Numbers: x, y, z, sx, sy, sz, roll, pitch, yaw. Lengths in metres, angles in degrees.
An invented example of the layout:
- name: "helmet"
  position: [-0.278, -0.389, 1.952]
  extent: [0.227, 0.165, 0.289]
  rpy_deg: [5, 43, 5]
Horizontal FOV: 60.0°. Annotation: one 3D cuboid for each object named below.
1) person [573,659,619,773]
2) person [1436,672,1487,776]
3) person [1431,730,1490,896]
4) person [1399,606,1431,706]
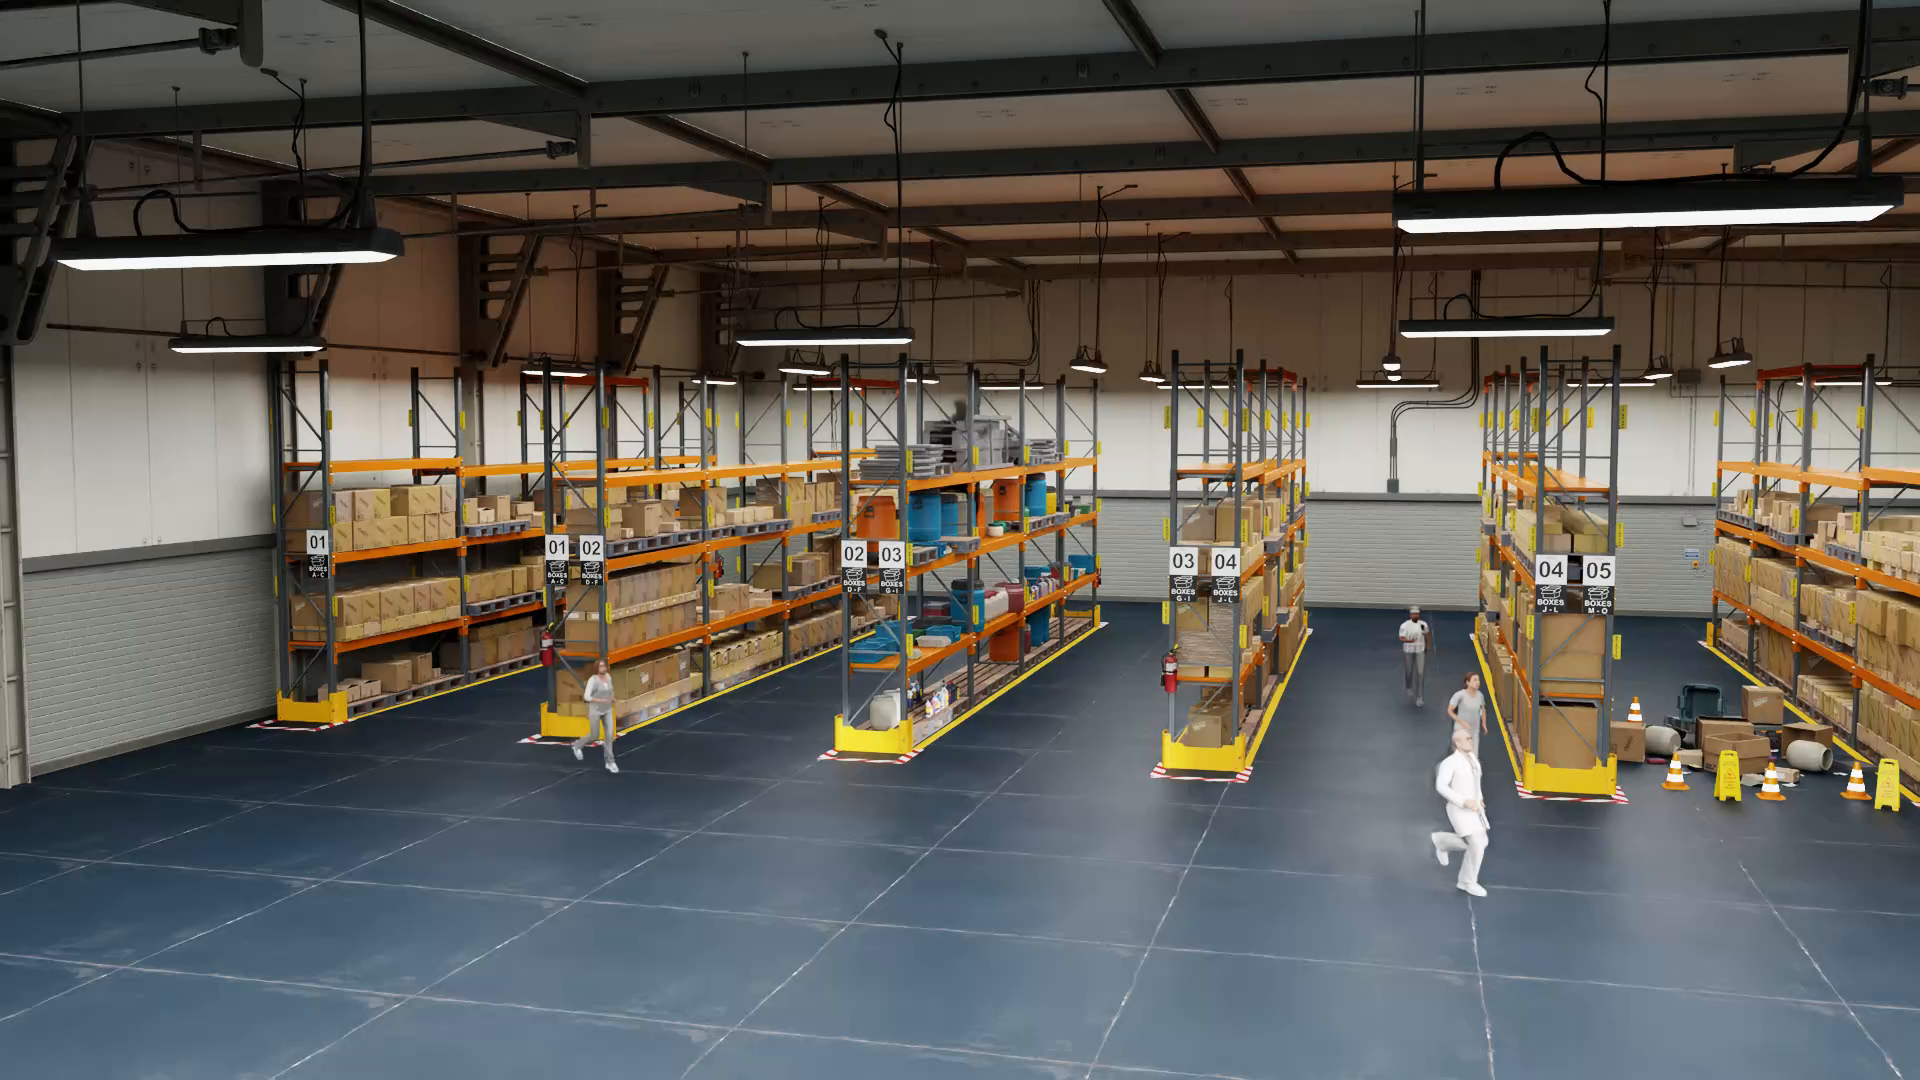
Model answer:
- name: "person"
  position: [-5.191, 2.494, 23.873]
  extent: [0.872, 1.601, 0.551]
  rpy_deg: [4, 6, 43]
- name: "person"
  position: [6.810, 2.580, 22.327]
  extent: [0.611, 1.655, 0.765]
  rpy_deg: [-1, 4, -16]
- name: "person"
  position: [5.328, 2.917, 17.754]
  extent: [0.716, 1.645, 0.730]
  rpy_deg: [4, 6, 44]
- name: "person"
  position: [8.070, 2.018, 29.509]
  extent: [0.558, 1.725, 0.879]
  rpy_deg: [1, 4, 11]
